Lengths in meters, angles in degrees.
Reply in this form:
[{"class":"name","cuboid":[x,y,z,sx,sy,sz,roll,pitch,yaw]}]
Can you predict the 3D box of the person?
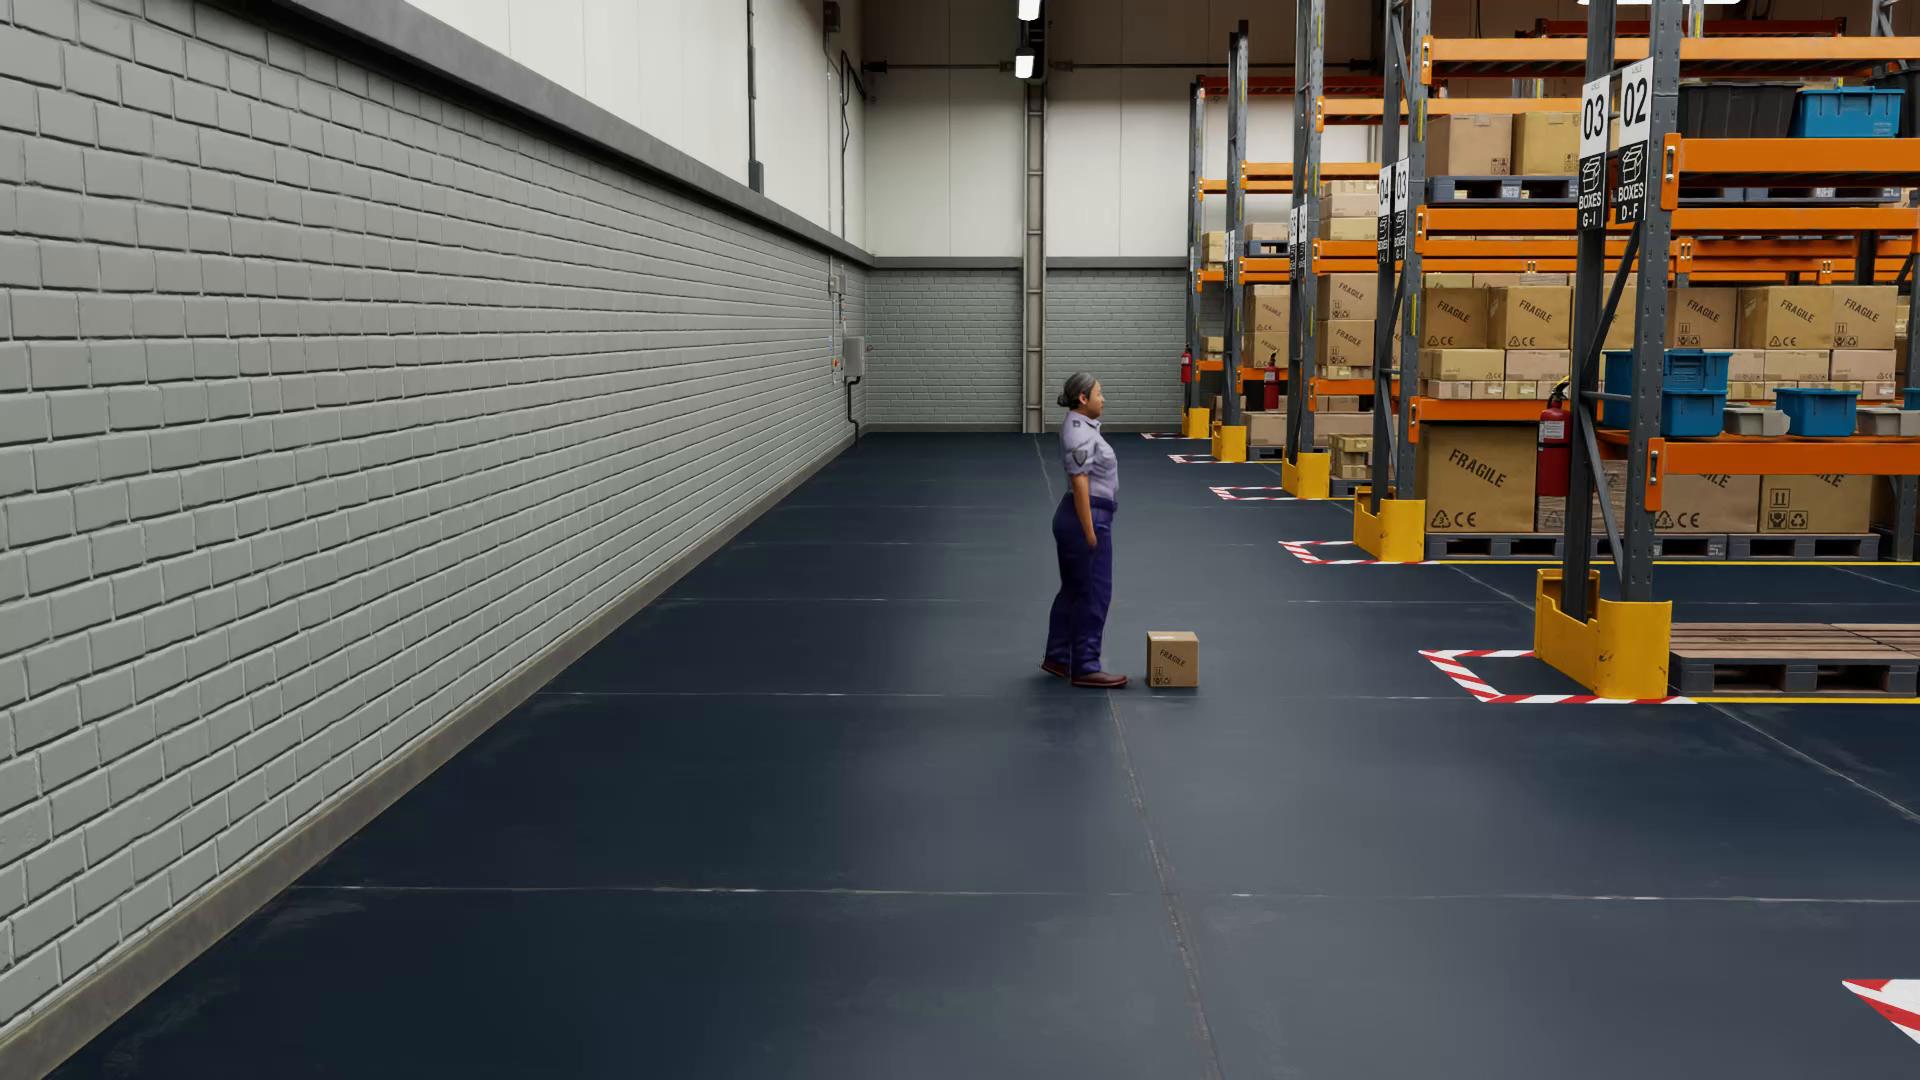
[{"class":"person","cuboid":[0.667,-0.039,8.790,0.441,1.682,0.473,0,7,2]}]
